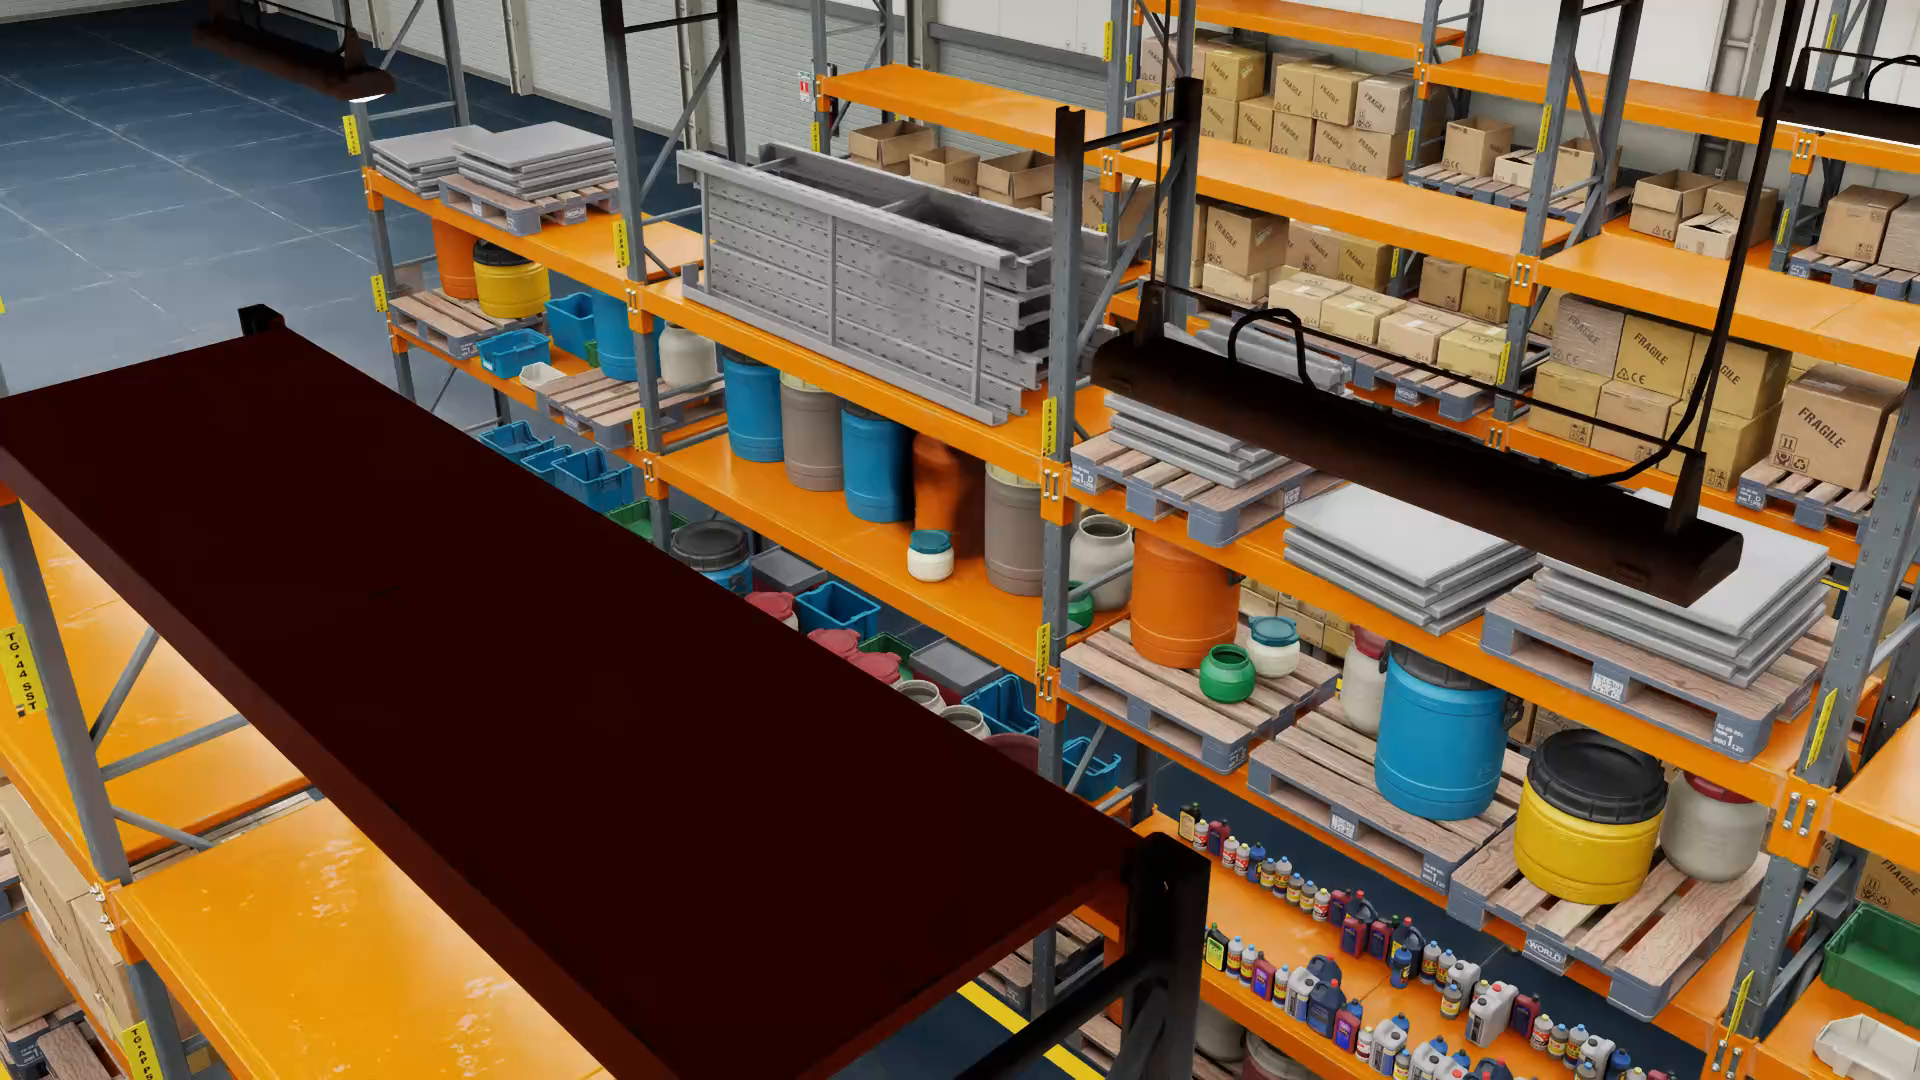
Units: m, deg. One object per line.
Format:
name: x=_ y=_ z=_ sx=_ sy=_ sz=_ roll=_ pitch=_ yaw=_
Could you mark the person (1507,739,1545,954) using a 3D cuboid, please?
person: x=3.905 y=2.066 z=11.131 sx=0.657 sy=1.784 sz=0.796 roll=-25 pitch=37 yaw=-38
